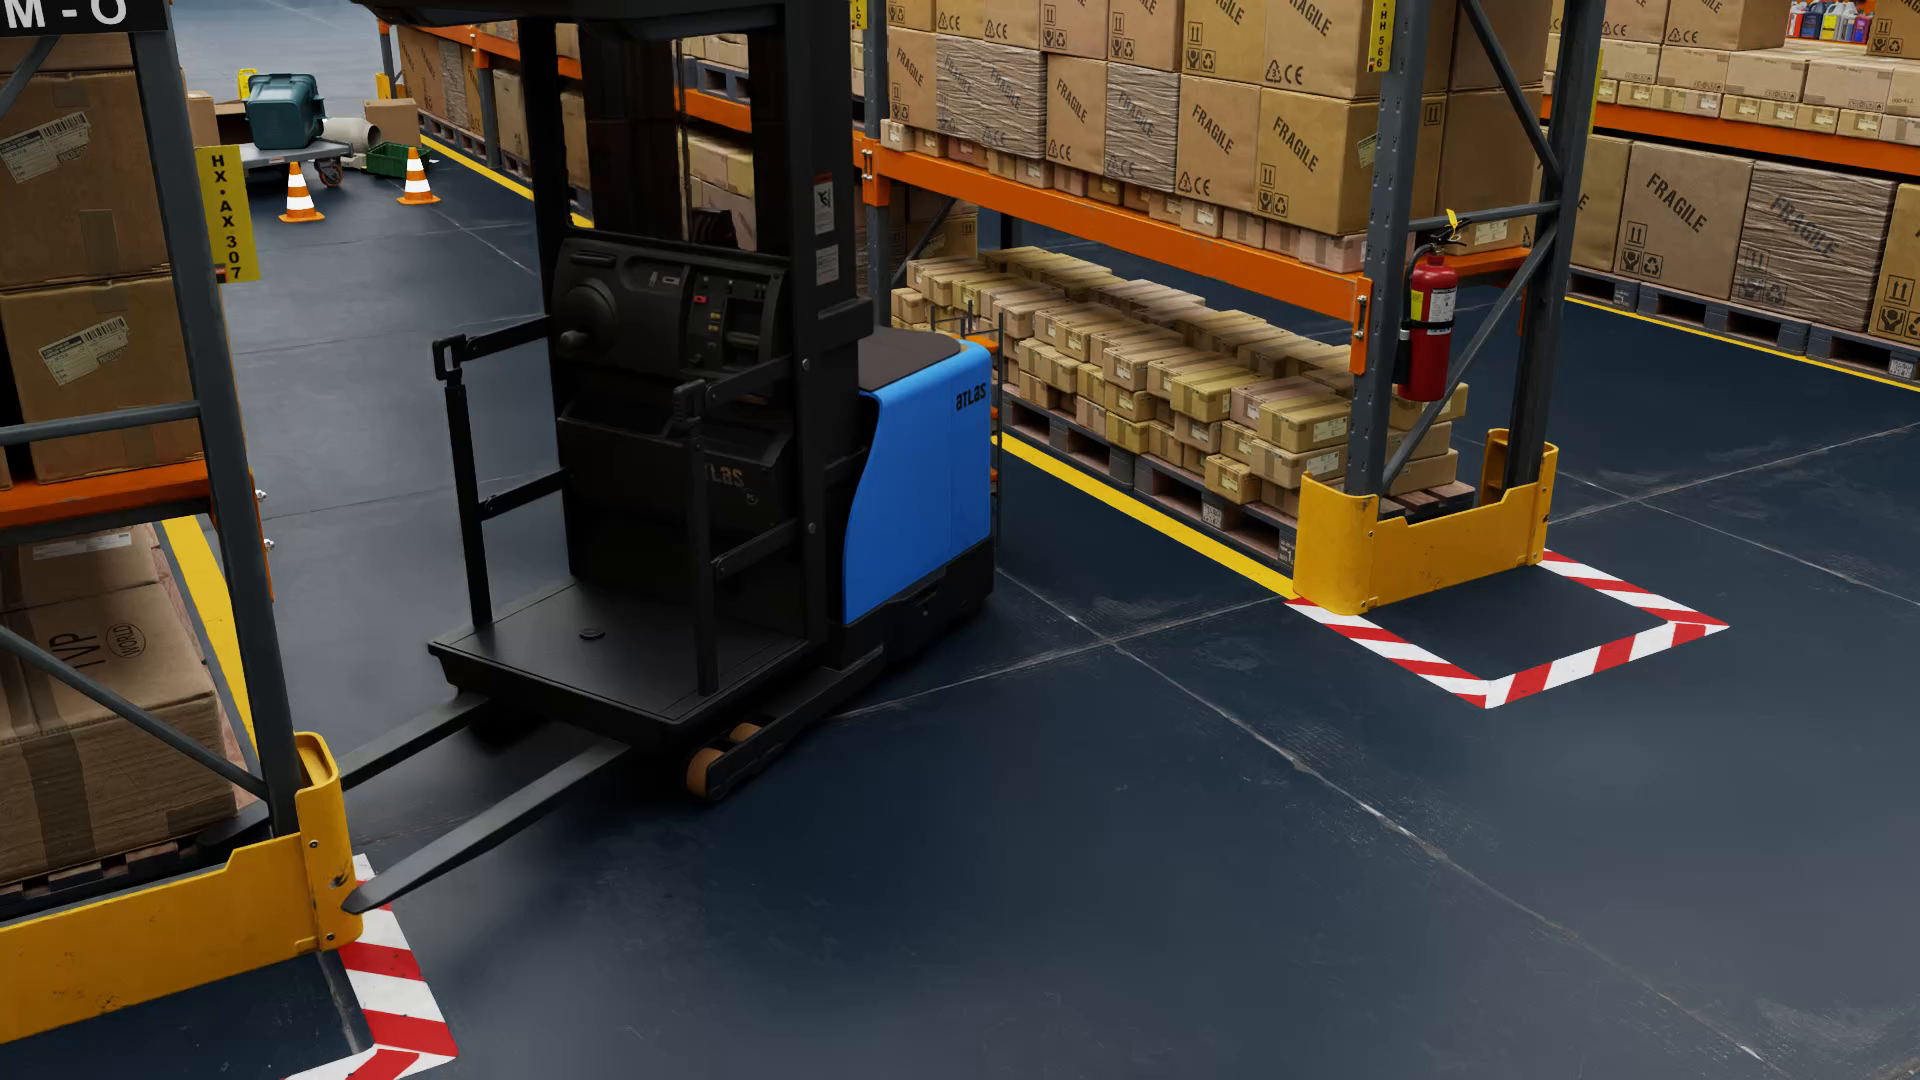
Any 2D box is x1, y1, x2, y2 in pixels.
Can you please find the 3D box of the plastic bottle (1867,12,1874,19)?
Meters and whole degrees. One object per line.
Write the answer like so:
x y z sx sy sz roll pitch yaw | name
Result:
8.314 -4.716 15.193 0.097 0.201 0.097 0 22 0 | plastic bottle

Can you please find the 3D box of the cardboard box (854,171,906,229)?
-0.676 -2.094 10.246 0.500 0.250 0.500 -13 26 -30 | cardboard box

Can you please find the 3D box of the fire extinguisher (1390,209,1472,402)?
1.697 -0.844 6.002 0.296 0.674 0.183 -13 25 -28 | fire extinguisher

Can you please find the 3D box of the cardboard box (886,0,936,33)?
-0.057 -2.972 8.784 0.500 0.500 0.500 -12 25 -27 | cardboard box

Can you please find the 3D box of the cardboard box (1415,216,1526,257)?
2.081 -1.274 6.797 0.380 0.149 0.250 -13 25 -29 | cardboard box

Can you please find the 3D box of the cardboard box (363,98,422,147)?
-5.840 -4.256 17.114 0.500 0.500 0.500 -8 23 -19 | cardboard box

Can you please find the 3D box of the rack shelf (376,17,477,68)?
-5.186 -5.422 17.622 1.077 0.370 4.000 -13 25 -28 | rack shelf

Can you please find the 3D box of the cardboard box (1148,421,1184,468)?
1.100 -0.470 7.713 0.380 0.149 0.250 -12 25 -28 | cardboard box

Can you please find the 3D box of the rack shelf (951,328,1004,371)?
0.027 -0.722 6.968 0.215 0.259 0.240 -13 25 -28 | rack shelf

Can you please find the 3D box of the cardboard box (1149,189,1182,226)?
1.060 -1.493 7.334 0.380 0.149 0.250 -14 26 -31 | cardboard box

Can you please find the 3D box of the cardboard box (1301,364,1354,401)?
1.745 -0.673 7.423 0.380 0.149 0.250 -12 25 -27 | cardboard box

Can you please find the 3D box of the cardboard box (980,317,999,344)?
0.329 -1.126 8.931 0.380 0.149 0.250 -14 26 -31 | cardboard box

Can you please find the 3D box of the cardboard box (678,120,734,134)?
-1.977 -2.927 12.295 0.500 0.250 0.500 -14 26 -31 | cardboard box

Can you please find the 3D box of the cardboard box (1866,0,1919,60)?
5.742 -3.096 9.752 0.500 0.500 0.500 -13 26 -30 | cardboard box

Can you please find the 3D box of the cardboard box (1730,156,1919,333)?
5.420 -1.841 10.121 0.875 0.875 0.875 -13 25 -28 | cardboard box

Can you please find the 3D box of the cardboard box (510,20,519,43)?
-3.616 -4.606 14.527 0.500 0.500 0.500 -13 25 -29 | cardboard box

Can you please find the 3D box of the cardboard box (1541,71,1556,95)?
4.103 -3.163 11.443 0.380 0.149 0.250 -13 25 -28 | cardboard box

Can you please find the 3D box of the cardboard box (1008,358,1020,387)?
0.479 -0.902 8.776 0.380 0.149 0.250 -14 26 -30 | cardboard box

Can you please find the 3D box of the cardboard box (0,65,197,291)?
-2.239 -0.958 4.224 0.500 0.500 0.500 -13 26 -29 | cardboard box

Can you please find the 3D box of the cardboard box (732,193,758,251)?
-1.193 -2.078 11.203 0.500 0.500 0.500 -13 26 -29 | cardboard box

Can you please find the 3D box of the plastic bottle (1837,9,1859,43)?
7.830 -4.518 14.608 0.152 0.276 0.135 -13 25 -28 | plastic bottle

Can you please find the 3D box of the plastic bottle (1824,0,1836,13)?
7.774 -4.691 14.935 0.144 0.351 0.185 -13 25 -28 | plastic bottle

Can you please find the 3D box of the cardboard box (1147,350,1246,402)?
1.078 -0.743 7.594 0.380 0.149 0.250 -14 26 -30 | cardboard box

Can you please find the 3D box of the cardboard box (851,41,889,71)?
-0.451 -2.825 9.658 0.380 0.149 0.250 -12 25 -27 | cardboard box

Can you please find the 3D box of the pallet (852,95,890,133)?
-0.344 -2.704 10.236 1.003 0.211 1.213 -13 25 -28 | pallet

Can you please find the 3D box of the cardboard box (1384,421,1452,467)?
1.918 -0.454 7.277 0.380 0.149 0.250 -11 25 -26 | cardboard box

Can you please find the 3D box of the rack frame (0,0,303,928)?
-2.239 -0.238 3.914 1.000 3.000 0.127 -13 25 -28 | rack frame

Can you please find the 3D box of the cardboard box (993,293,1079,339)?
0.394 -1.165 8.632 0.380 0.149 0.250 -12 25 -27 | cardboard box

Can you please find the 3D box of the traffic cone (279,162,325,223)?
-5.524 -2.914 13.866 0.336 0.463 0.334 -13 25 -28 | traffic cone

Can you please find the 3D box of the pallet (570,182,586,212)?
-3.079 -3.185 14.867 1.003 0.211 1.213 -13 25 -28 | pallet

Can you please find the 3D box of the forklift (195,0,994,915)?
-1.066 -0.730 5.215 1.130 2.935 3.031 13 26 29 | forklift

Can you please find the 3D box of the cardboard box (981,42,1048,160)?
0.443 -2.164 8.125 0.500 0.500 0.500 -13 26 -29 | cardboard box

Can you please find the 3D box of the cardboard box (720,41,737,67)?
-1.388 -3.278 11.169 0.380 0.149 0.250 -12 25 -28 | cardboard box

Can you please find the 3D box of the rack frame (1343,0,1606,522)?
1.965 -1.223 6.337 1.000 3.000 0.127 -13 25 -28 | rack frame

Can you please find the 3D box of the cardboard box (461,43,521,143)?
-4.426 -4.535 16.749 0.875 0.875 0.875 -12 25 -27 | cardboard box

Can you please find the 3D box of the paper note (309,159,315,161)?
-6.432 -3.816 16.670 0.172 0.023 0.155 -4 22 -10 | paper note

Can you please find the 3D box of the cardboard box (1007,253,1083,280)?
0.492 -1.527 9.523 0.380 0.149 0.250 -12 25 -28 | cardboard box

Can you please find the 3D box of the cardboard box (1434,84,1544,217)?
1.973 -1.606 6.750 0.500 0.500 0.500 -11 25 -26 | cardboard box

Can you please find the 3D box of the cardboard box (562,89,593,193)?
-2.805 -3.462 14.275 1.050 0.750 0.750 -12 25 -27 | cardboard box

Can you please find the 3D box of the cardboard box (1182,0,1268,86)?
1.259 -2.135 6.724 0.500 0.500 0.500 -14 26 -30 | cardboard box

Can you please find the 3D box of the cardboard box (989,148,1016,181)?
0.369 -1.918 8.380 0.380 0.149 0.250 -12 25 -27 | cardboard box

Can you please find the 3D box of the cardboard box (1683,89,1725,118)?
4.765 -2.743 10.411 0.380 0.149 0.250 -12 25 -28 | cardboard box

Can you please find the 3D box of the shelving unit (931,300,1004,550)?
0.027 -0.469 7.071 0.215 1.050 0.252 -13 25 -28 | shelving unit

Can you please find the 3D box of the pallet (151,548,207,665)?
-3.334 0.415 6.009 1.003 0.211 1.213 -13 25 -28 | pallet

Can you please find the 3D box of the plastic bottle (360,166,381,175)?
-5.603 -3.545 15.953 0.283 0.061 0.133 12 25 27 | plastic bottle

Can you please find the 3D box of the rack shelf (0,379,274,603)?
-3.261 -0.552 5.642 1.077 0.370 4.000 -13 25 -28 | rack shelf

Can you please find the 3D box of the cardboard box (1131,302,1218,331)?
1.090 -1.093 8.454 0.380 0.149 0.250 -13 25 -28 | cardboard box

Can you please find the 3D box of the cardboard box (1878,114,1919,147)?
5.427 -2.326 9.385 0.380 0.149 0.250 -12 25 -27 | cardboard box

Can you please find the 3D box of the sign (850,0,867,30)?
-0.554 -2.946 9.039 0.100 0.325 0.005 -13 25 -28 | sign

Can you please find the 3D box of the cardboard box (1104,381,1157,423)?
0.907 -0.684 7.843 0.380 0.149 0.250 -12 25 -27 | cardboard box

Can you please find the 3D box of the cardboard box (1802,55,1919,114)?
5.286 -2.647 9.645 0.500 0.250 0.500 -14 26 -30 | cardboard box
